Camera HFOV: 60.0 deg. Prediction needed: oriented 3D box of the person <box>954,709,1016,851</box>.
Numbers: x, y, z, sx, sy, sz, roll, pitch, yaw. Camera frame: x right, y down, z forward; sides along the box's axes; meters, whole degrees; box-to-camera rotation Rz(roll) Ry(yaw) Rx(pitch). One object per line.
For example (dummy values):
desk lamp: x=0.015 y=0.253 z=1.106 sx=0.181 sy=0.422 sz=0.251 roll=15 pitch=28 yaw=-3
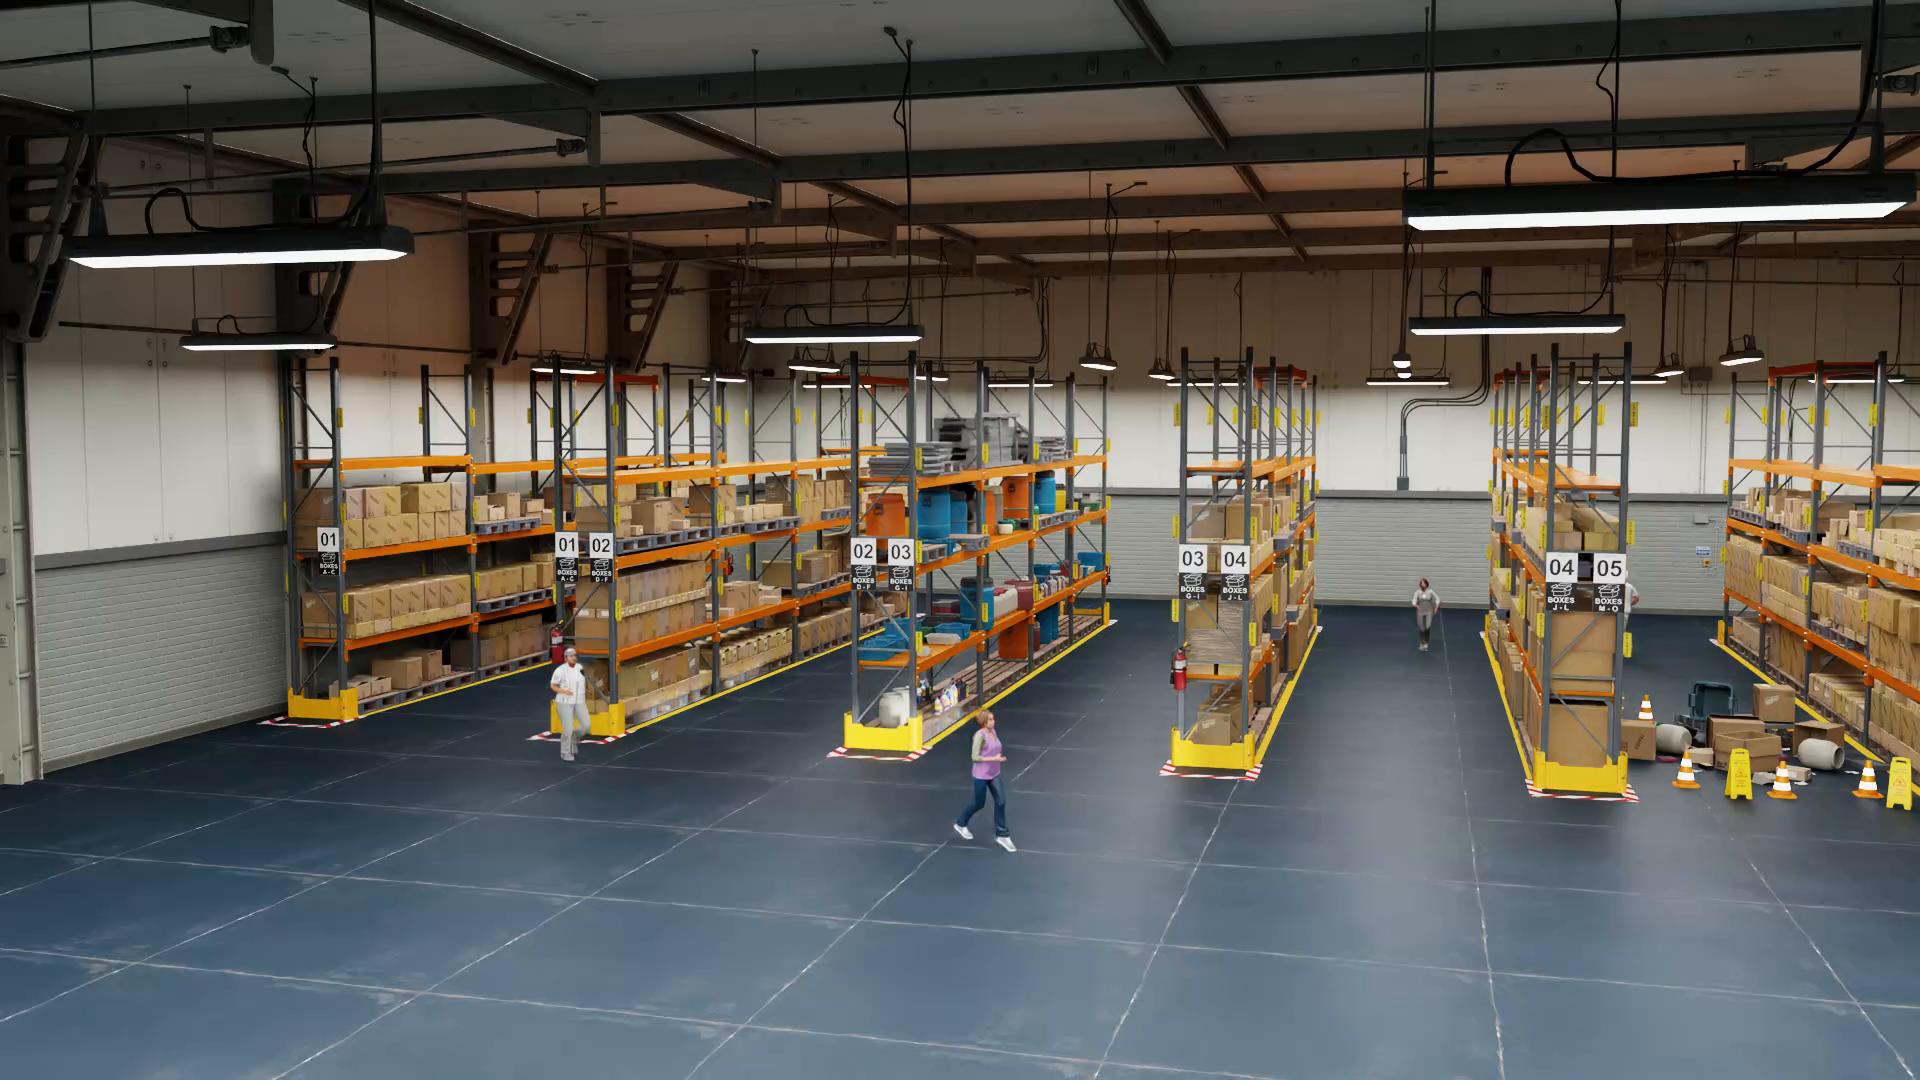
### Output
person: x=0.277 y=2.774 z=19.358 sx=0.821 sy=1.629 sz=0.530 roll=3 pitch=5 yaw=38

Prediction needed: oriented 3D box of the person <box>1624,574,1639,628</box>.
person: x=14.038 y=1.547 z=35.243 sx=0.652 sy=1.766 sz=0.727 roll=0 pitch=4 yaw=-2

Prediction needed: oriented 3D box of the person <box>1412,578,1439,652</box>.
person: x=9.938 y=1.613 z=35.546 sx=0.553 sy=1.557 sz=0.634 roll=2 pitch=4 yaw=21

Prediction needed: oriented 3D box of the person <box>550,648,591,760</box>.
person: x=-5.672 y=2.407 z=24.369 sx=0.626 sy=1.640 sz=0.534 roll=-4 pitch=6 yaw=-42
